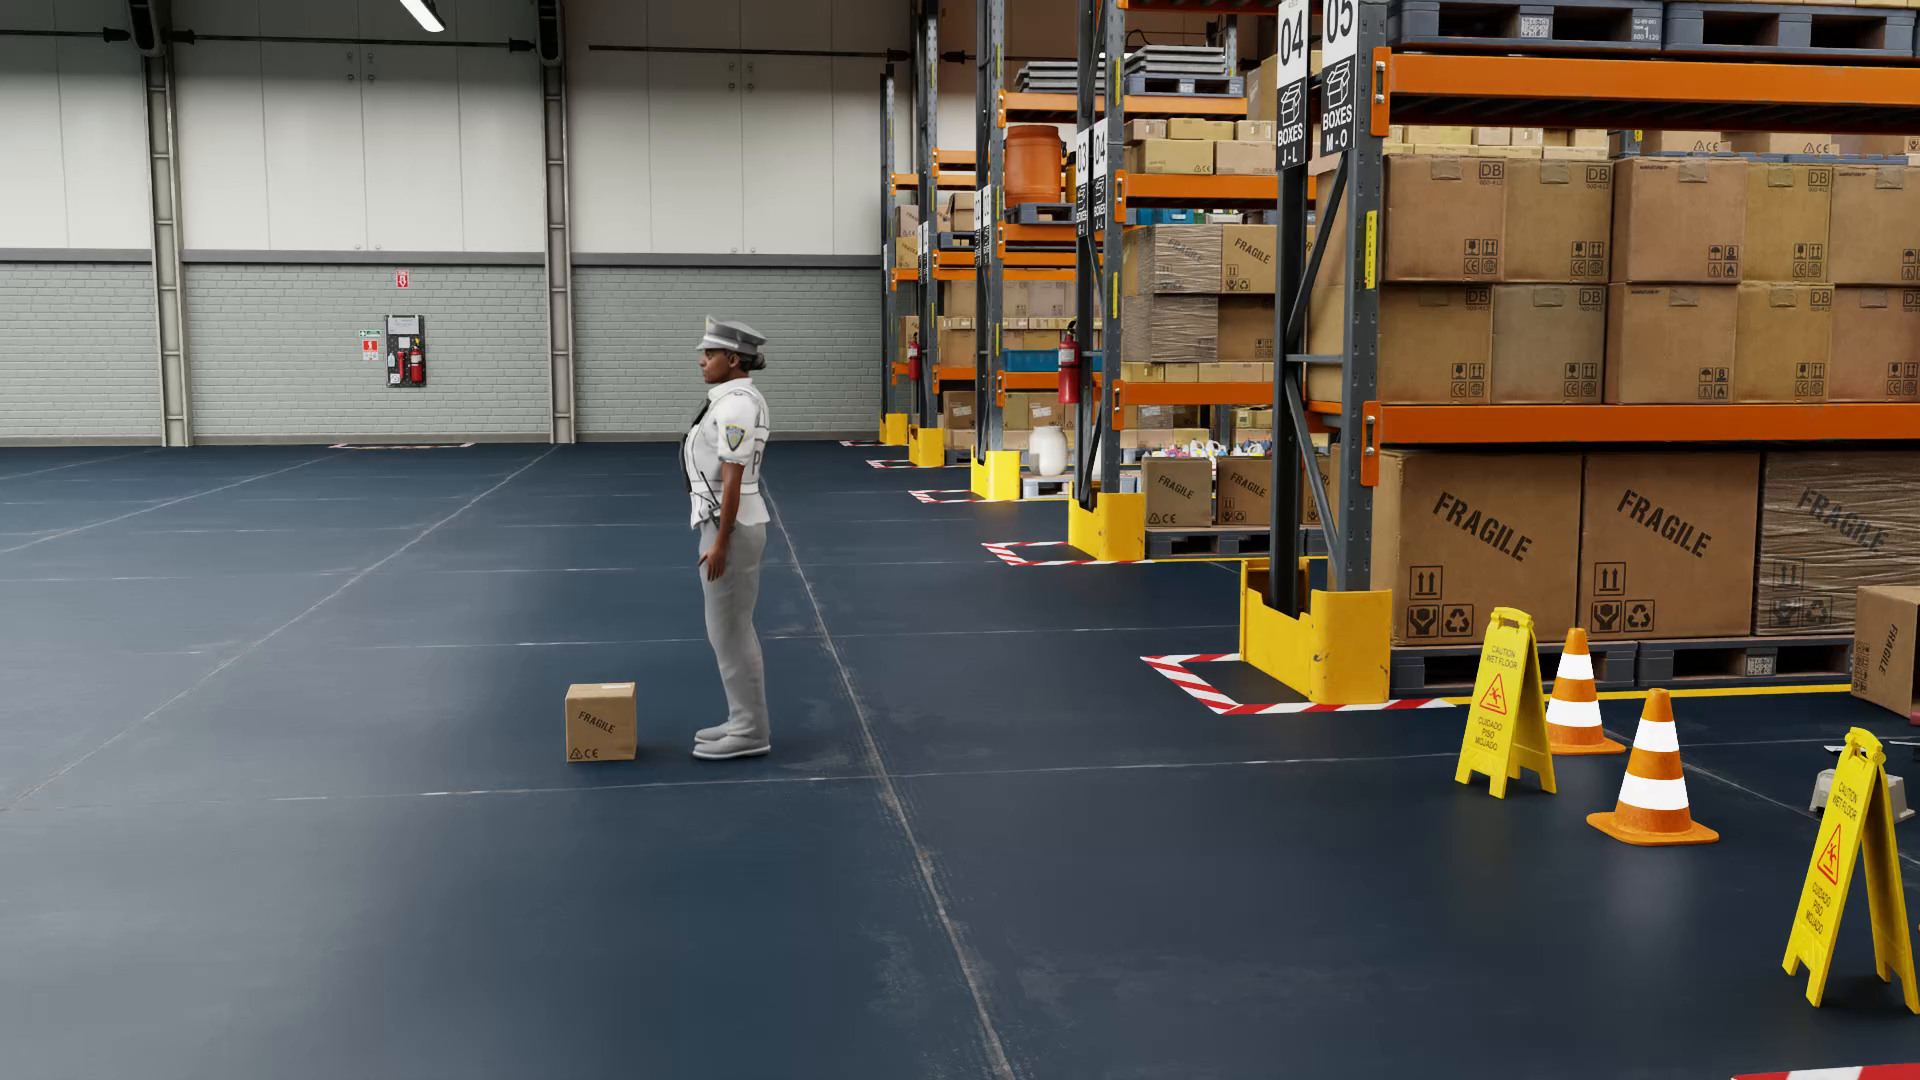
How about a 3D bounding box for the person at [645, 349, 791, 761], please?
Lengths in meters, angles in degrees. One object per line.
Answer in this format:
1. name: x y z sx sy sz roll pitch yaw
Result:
1. person: -0.919 0.053 6.375 0.541 1.563 0.476 -1 7 -7
